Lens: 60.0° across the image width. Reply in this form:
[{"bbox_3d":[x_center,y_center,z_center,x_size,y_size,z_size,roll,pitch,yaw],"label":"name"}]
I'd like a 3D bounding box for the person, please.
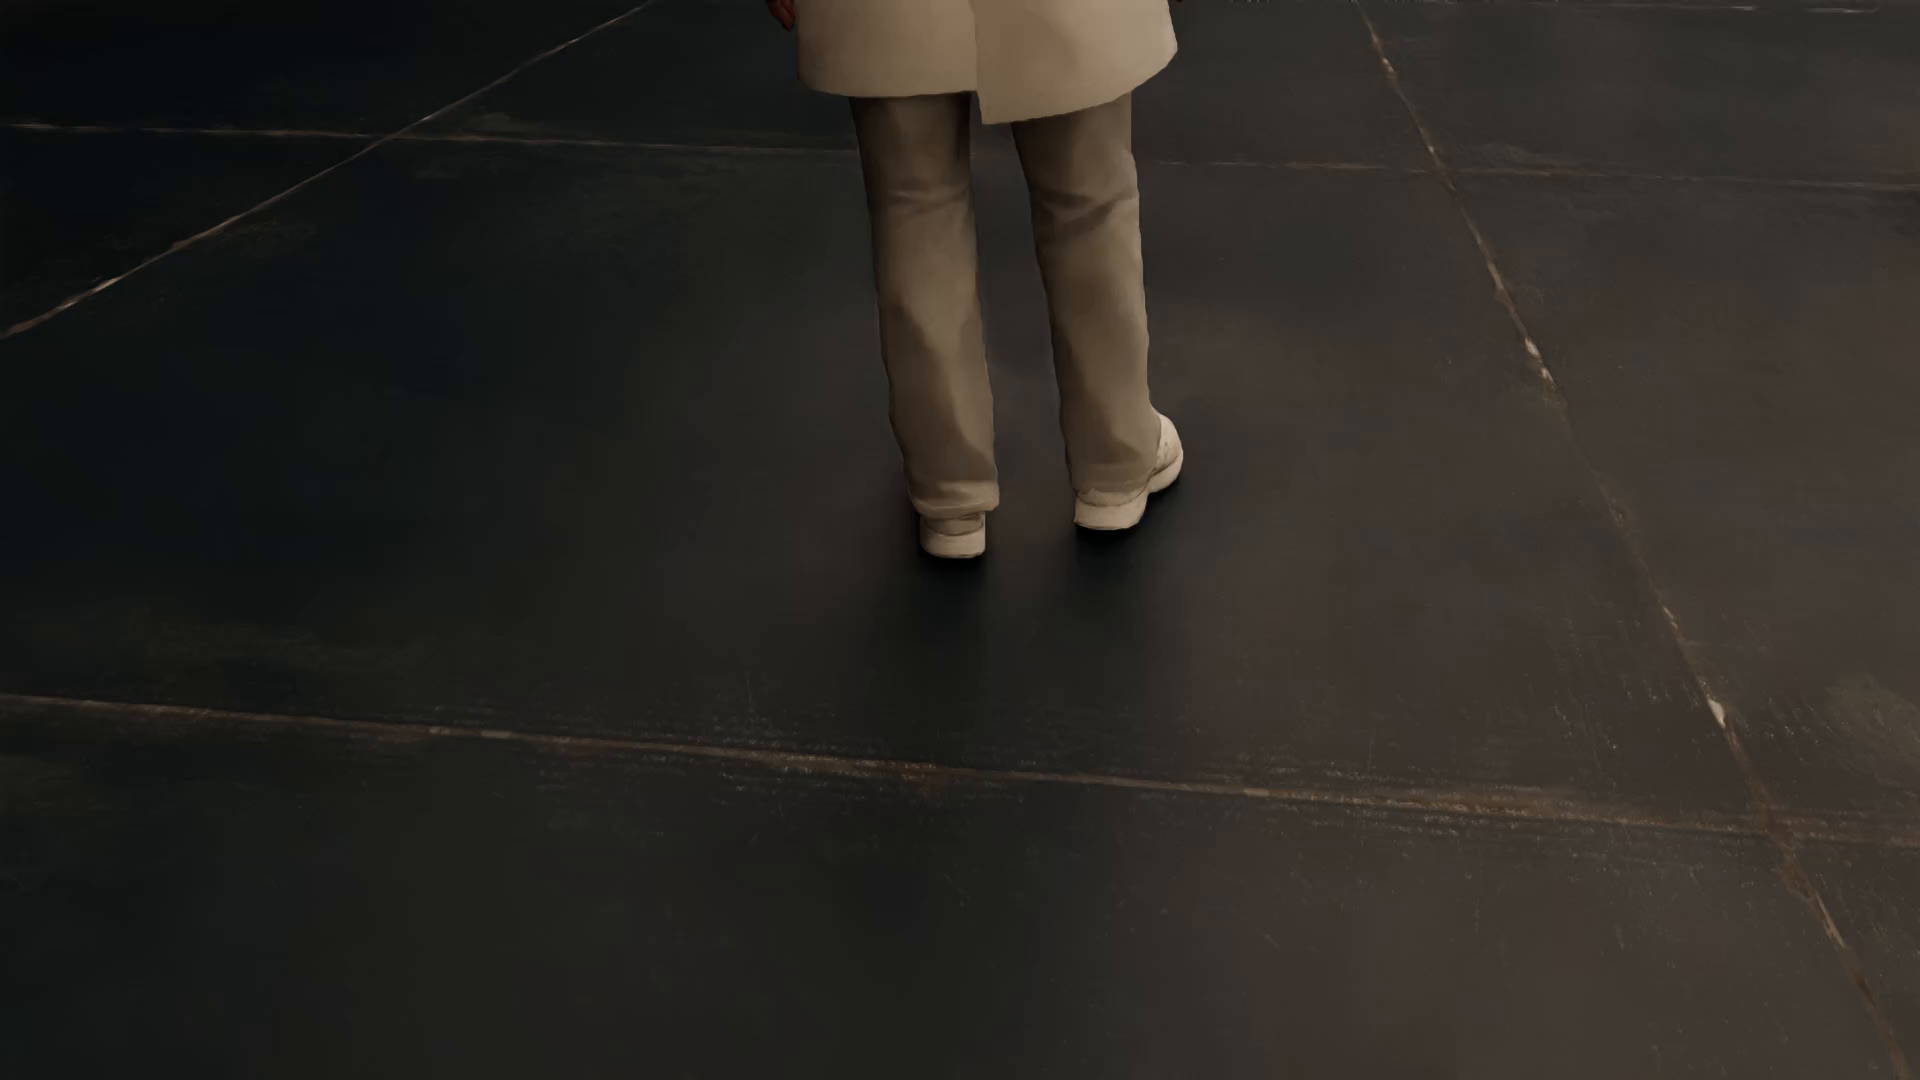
[{"bbox_3d":[0.017,-0.842,2.180,0.694,1.776,0.579,3,27,7],"label":"person"}]
